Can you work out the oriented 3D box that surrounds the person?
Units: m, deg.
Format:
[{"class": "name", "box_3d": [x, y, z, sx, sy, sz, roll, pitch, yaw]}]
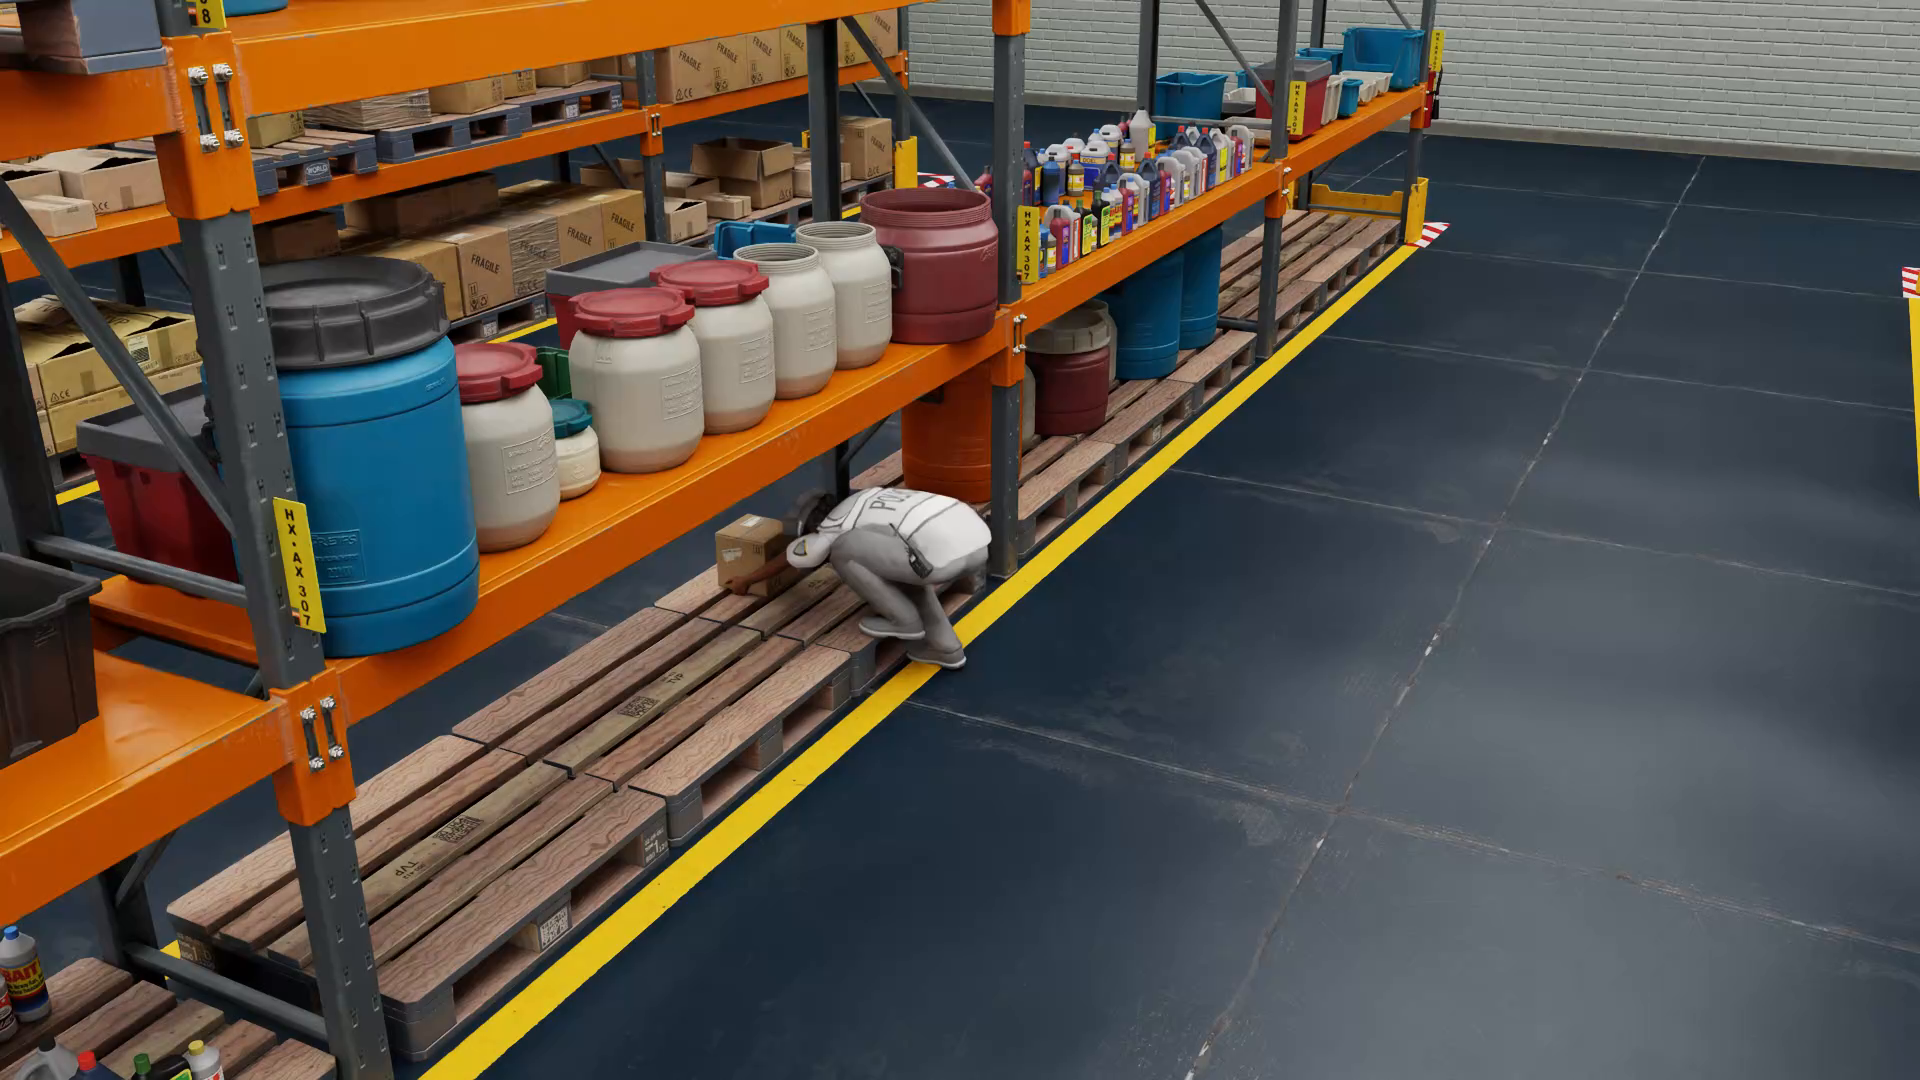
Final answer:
[{"class": "person", "box_3d": [-0.447, 0.135, 6.918, 1.207, 0.778, 0.466, 13, 26, 28]}]
